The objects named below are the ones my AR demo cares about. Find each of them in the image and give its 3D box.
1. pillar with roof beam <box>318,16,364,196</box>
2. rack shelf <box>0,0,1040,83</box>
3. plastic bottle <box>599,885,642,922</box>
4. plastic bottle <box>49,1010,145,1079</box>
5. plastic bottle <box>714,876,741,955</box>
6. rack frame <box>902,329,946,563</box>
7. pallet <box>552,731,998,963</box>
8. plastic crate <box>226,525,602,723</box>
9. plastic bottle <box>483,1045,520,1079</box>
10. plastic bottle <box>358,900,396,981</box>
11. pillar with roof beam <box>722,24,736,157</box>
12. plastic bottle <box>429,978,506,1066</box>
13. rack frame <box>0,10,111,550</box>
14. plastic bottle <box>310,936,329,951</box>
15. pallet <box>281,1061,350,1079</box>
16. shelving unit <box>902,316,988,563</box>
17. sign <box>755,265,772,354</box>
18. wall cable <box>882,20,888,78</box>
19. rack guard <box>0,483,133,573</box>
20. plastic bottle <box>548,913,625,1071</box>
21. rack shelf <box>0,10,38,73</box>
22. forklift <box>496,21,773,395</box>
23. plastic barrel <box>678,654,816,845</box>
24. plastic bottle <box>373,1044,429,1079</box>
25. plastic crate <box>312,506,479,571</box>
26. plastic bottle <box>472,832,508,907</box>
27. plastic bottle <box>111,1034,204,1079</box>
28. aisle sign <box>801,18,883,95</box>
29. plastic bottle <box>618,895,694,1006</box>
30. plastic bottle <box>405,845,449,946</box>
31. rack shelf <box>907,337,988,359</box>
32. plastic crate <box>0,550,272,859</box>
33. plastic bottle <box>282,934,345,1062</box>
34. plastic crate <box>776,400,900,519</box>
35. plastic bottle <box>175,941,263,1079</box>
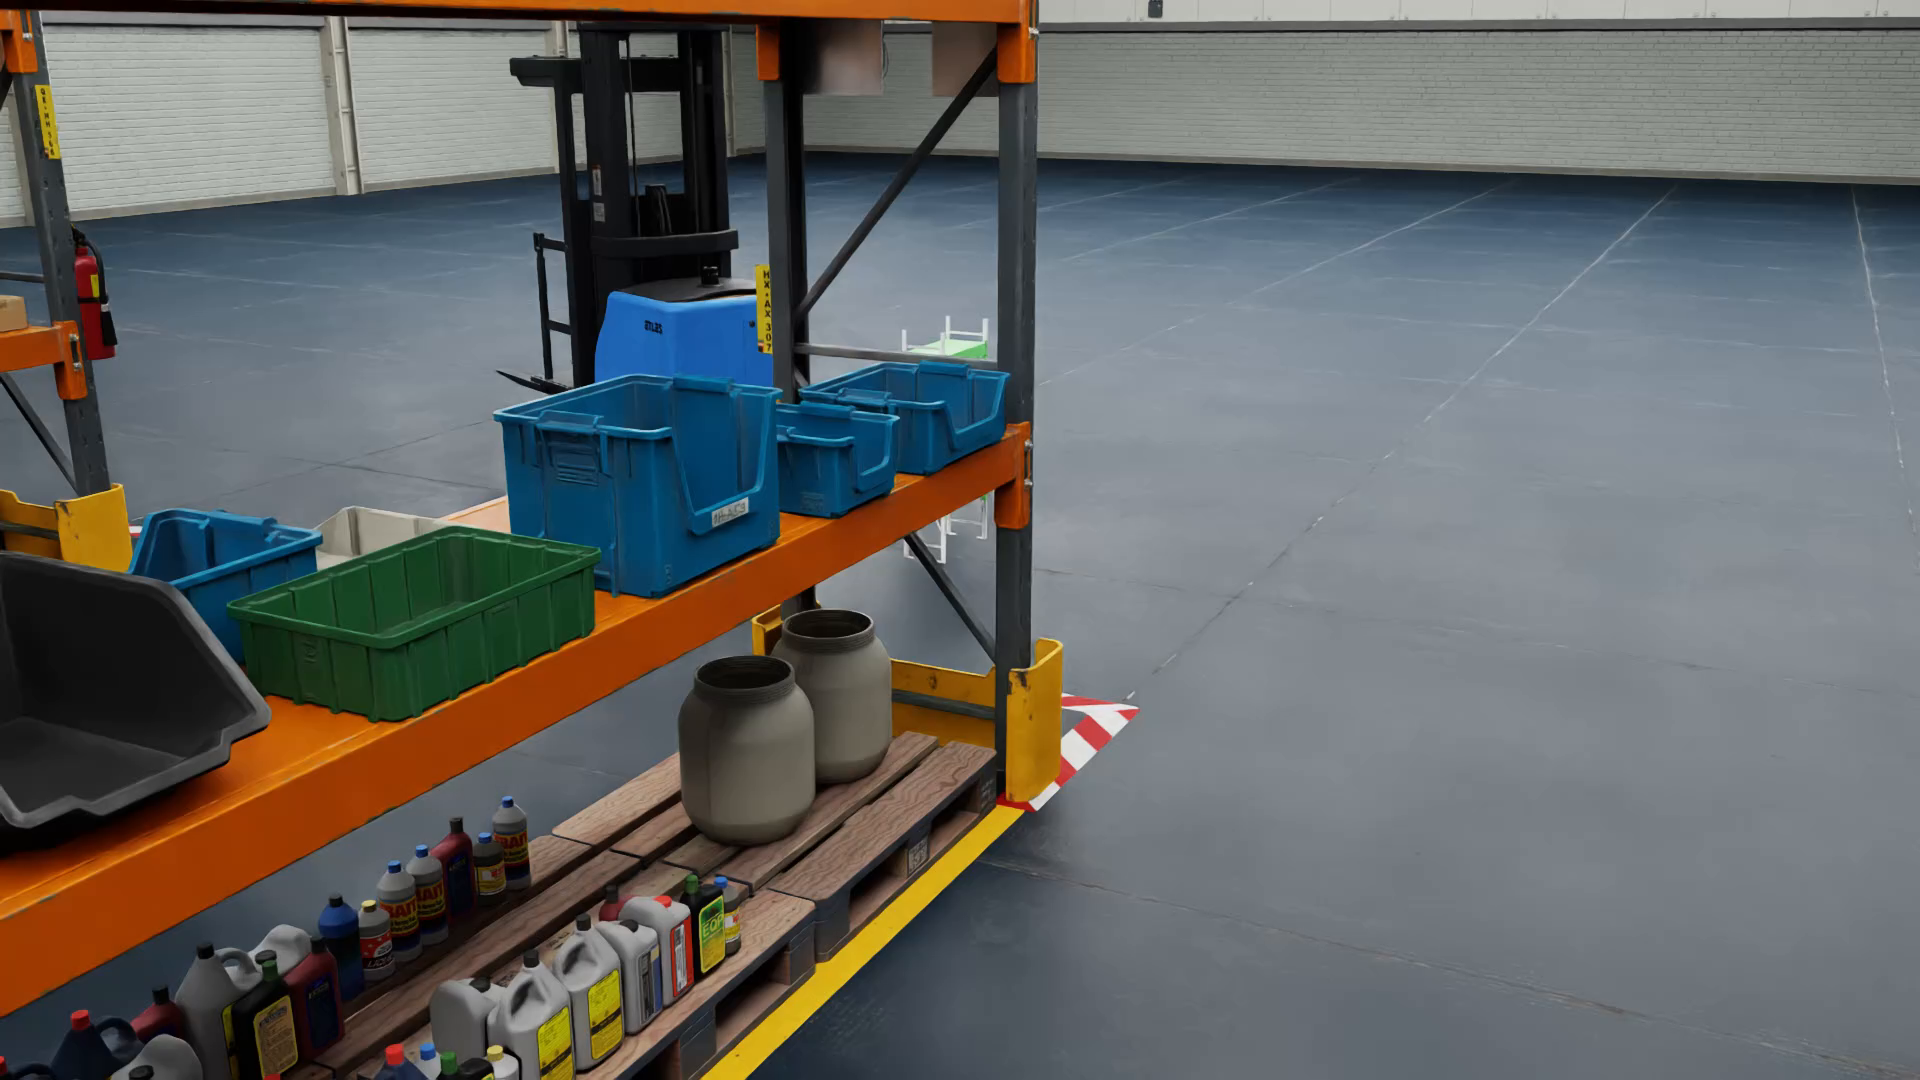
[{"bbox_3d":[-7.177,-10.017,26.944,9.100,9.000,0.400,8,18,25],"label":"pillar with roof beam"},{"bbox_3d":[-1.109,-1.228,3.887,1.077,0.370,4.000,8,18,25],"label":"rack shelf"},{"bbox_3d":[-0.876,1.017,4.329,0.061,0.283,0.133,8,18,25],"label":"plastic bottle"},{"bbox_3d":[-1.887,1.183,3.652,0.144,0.351,0.185,7,18,23],"label":"plastic bottle"},{"bbox_3d":[-0.644,1.009,4.500,0.097,0.201,0.097,0,17,0],"label":"plastic bottle"},{"bbox_3d":[-0.183,-0.471,8.502,0.240,1.200,0.015,8,18,25],"label":"rack frame"},{"bbox_3d":[-0.575,0.923,5.544,1.003,0.211,1.213,8,18,25],"label":"pallet"},{"bbox_3d":[-1.144,0.166,3.570,0.450,0.188,0.662,8,18,25],"label":"plastic crate"},{"bbox_3d":[-1.039,1.235,3.742,0.097,0.201,0.097,0,17,0],"label":"plastic bottle"},{"bbox_3d":[-1.546,1.046,4.377,0.097,0.201,0.097,0,17,0],"label":"plastic bottle"},{"bbox_3d":[-1.815,-13.073,37.235,9.100,9.000,0.400,8,18,25],"label":"pillar with roof beam"},{"bbox_3d":[-1.140,1.147,3.905,0.152,0.276,0.135,8,18,25],"label":"plastic bottle"},{"bbox_3d":[-4.646,-1.275,8.049,1.000,3.000,0.127,8,18,25],"label":"rack frame"},{"bbox_3d":[-1.638,1.098,4.201,0.097,0.201,0.097,0,17,0],"label":"plastic bottle"},{"bbox_3d":[-1.665,1.545,3.452,1.003,0.211,1.213,8,18,25],"label":"pallet"},{"bbox_3d":[-0.074,-0.533,8.712,0.258,1.200,0.503,8,18,25],"label":"shelving unit"},{"bbox_3d":[-0.705,-0.849,6.127,0.100,0.325,0.005,8,18,25],"label":"sign"},{"bbox_3d":[-3.167,-12.715,41.481,3.097,2.526,0.112,8,18,25],"label":"wall cable"},{"bbox_3d":[-4.680,-0.057,8.339,1.175,0.500,0.348,8,18,25],"label":"rack guard"},{"bbox_3d":[-0.913,1.076,4.012,0.144,0.351,0.185,9,19,28],"label":"plastic bottle"},{"bbox_3d":[-5.540,-1.859,6.009,1.077,0.370,4.000,8,18,25],"label":"rack shelf"},{"bbox_3d":[-2.294,-2.206,11.304,1.130,2.935,3.031,-13,21,-37],"label":"forklift"},{"bbox_3d":[-0.665,0.652,5.195,0.421,0.512,0.421,0,17,0],"label":"plastic barrel"},{"bbox_3d":[-1.186,1.232,3.488,0.144,0.351,0.185,7,18,23],"label":"plastic bottle"},{"bbox_3d":[-1.504,0.055,4.035,0.530,0.136,0.437,8,18,25],"label":"plastic crate"},{"bbox_3d":[-1.350,0.934,4.753,0.097,0.201,0.097,0,17,0],"label":"plastic bottle"},{"bbox_3d":[-1.743,1.232,3.620,0.152,0.276,0.135,8,18,25],"label":"plastic bottle"},{"bbox_3d":[-0.445,-1.947,5.744,0.394,0.787,0.004,8,18,25],"label":"aisle sign"},{"bbox_3d":[-0.781,1.034,4.285,0.152,0.276,0.135,8,18,26],"label":"plastic bottle"},{"bbox_3d":[-1.457,0.962,4.538,0.097,0.271,0.097,0,17,0],"label":"plastic bottle"},{"bbox_3d":[-0.074,-0.932,8.593,0.258,0.148,0.480,8,18,25],"label":"rack shelf"},{"bbox_3d":[-1.655,0.287,2.900,0.767,0.338,0.504,8,18,25],"label":"plastic crate"},{"bbox_3d":[-1.571,1.106,4.031,0.061,0.283,0.133,8,18,25],"label":"plastic bottle"},{"bbox_3d":[-0.466,-0.243,4.836,0.499,0.251,0.408,8,18,25],"label":"plastic crate"},{"bbox_3d":[-1.743,1.101,3.929,0.144,0.351,0.185,8,18,25],"label":"plastic bottle"}]
